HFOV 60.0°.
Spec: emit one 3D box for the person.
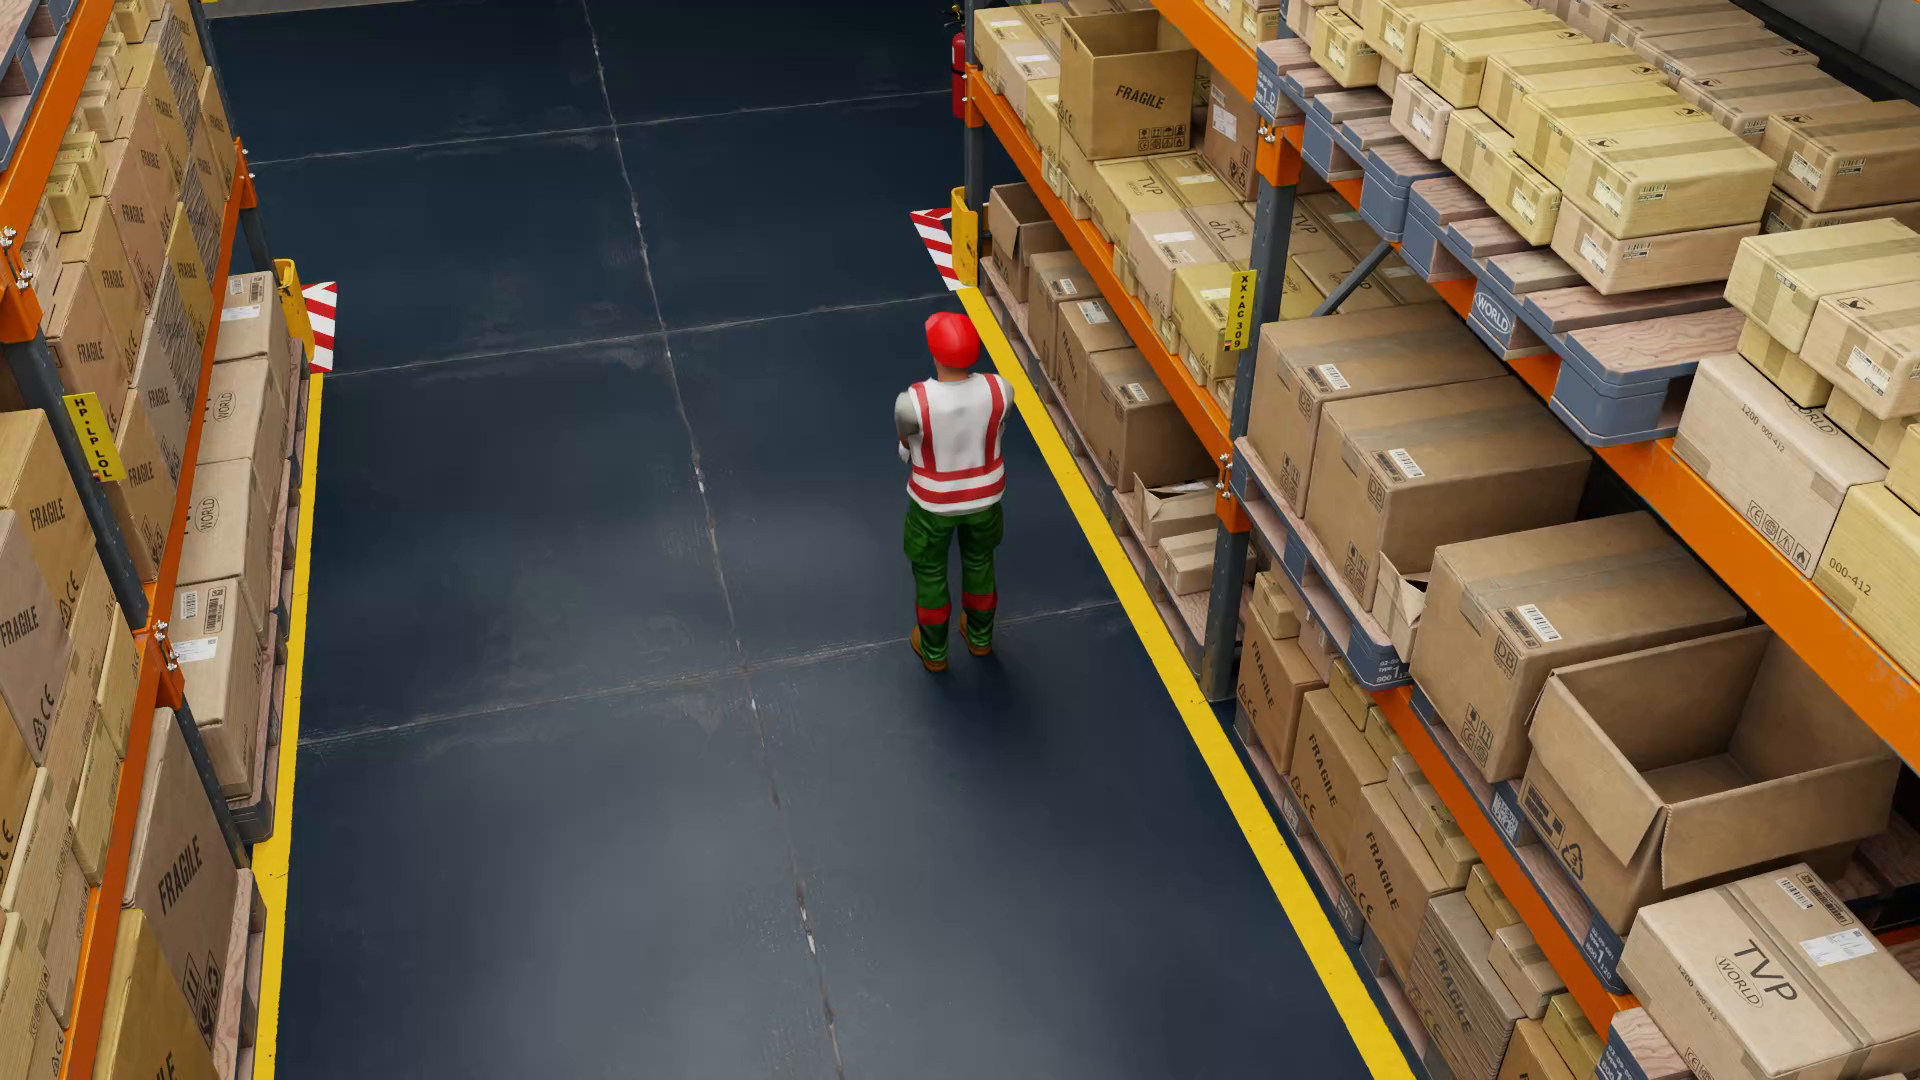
[{"bbox_3d":[-0.051,-0.247,7.018,0.494,1.783,0.559,-9,39,-11],"label":"person"}]
